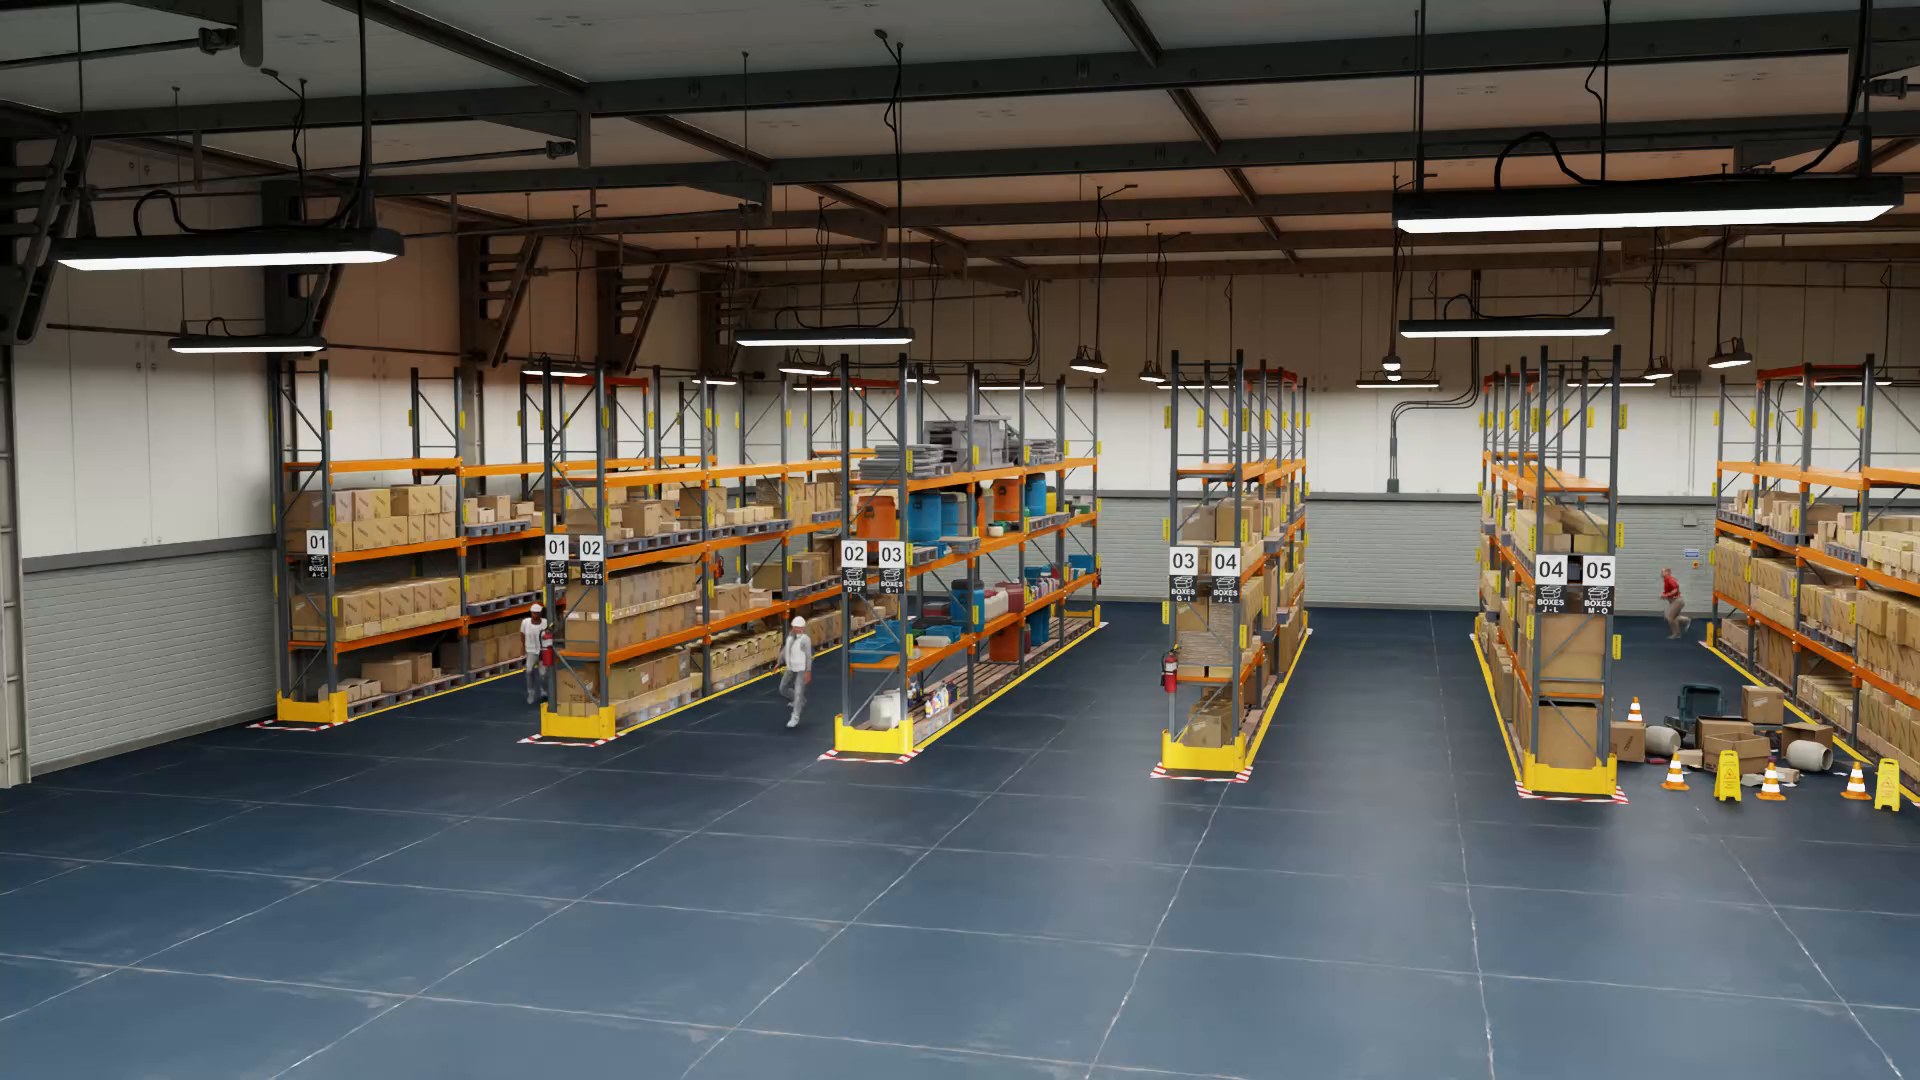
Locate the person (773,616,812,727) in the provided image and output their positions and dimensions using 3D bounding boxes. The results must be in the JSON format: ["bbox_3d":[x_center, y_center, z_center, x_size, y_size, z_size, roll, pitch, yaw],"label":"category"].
[{"bbox_3d":[-2.701,2.115,27.160,0.709,1.768,0.759,4,5,41],"label":"person"}]

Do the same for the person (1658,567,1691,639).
[{"bbox_3d":[16.415,1.453,38.175,0.761,1.661,0.662,1,4,11],"label":"person"}]

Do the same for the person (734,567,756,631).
[{"bbox_3d":[-4.815,1.448,37.456,0.658,1.728,0.642,1,4,16],"label":"person"}]

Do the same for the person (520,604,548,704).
[{"bbox_3d":[-7.511,2.024,29.564,0.615,1.799,0.820,-1,4,-9],"label":"person"}]
